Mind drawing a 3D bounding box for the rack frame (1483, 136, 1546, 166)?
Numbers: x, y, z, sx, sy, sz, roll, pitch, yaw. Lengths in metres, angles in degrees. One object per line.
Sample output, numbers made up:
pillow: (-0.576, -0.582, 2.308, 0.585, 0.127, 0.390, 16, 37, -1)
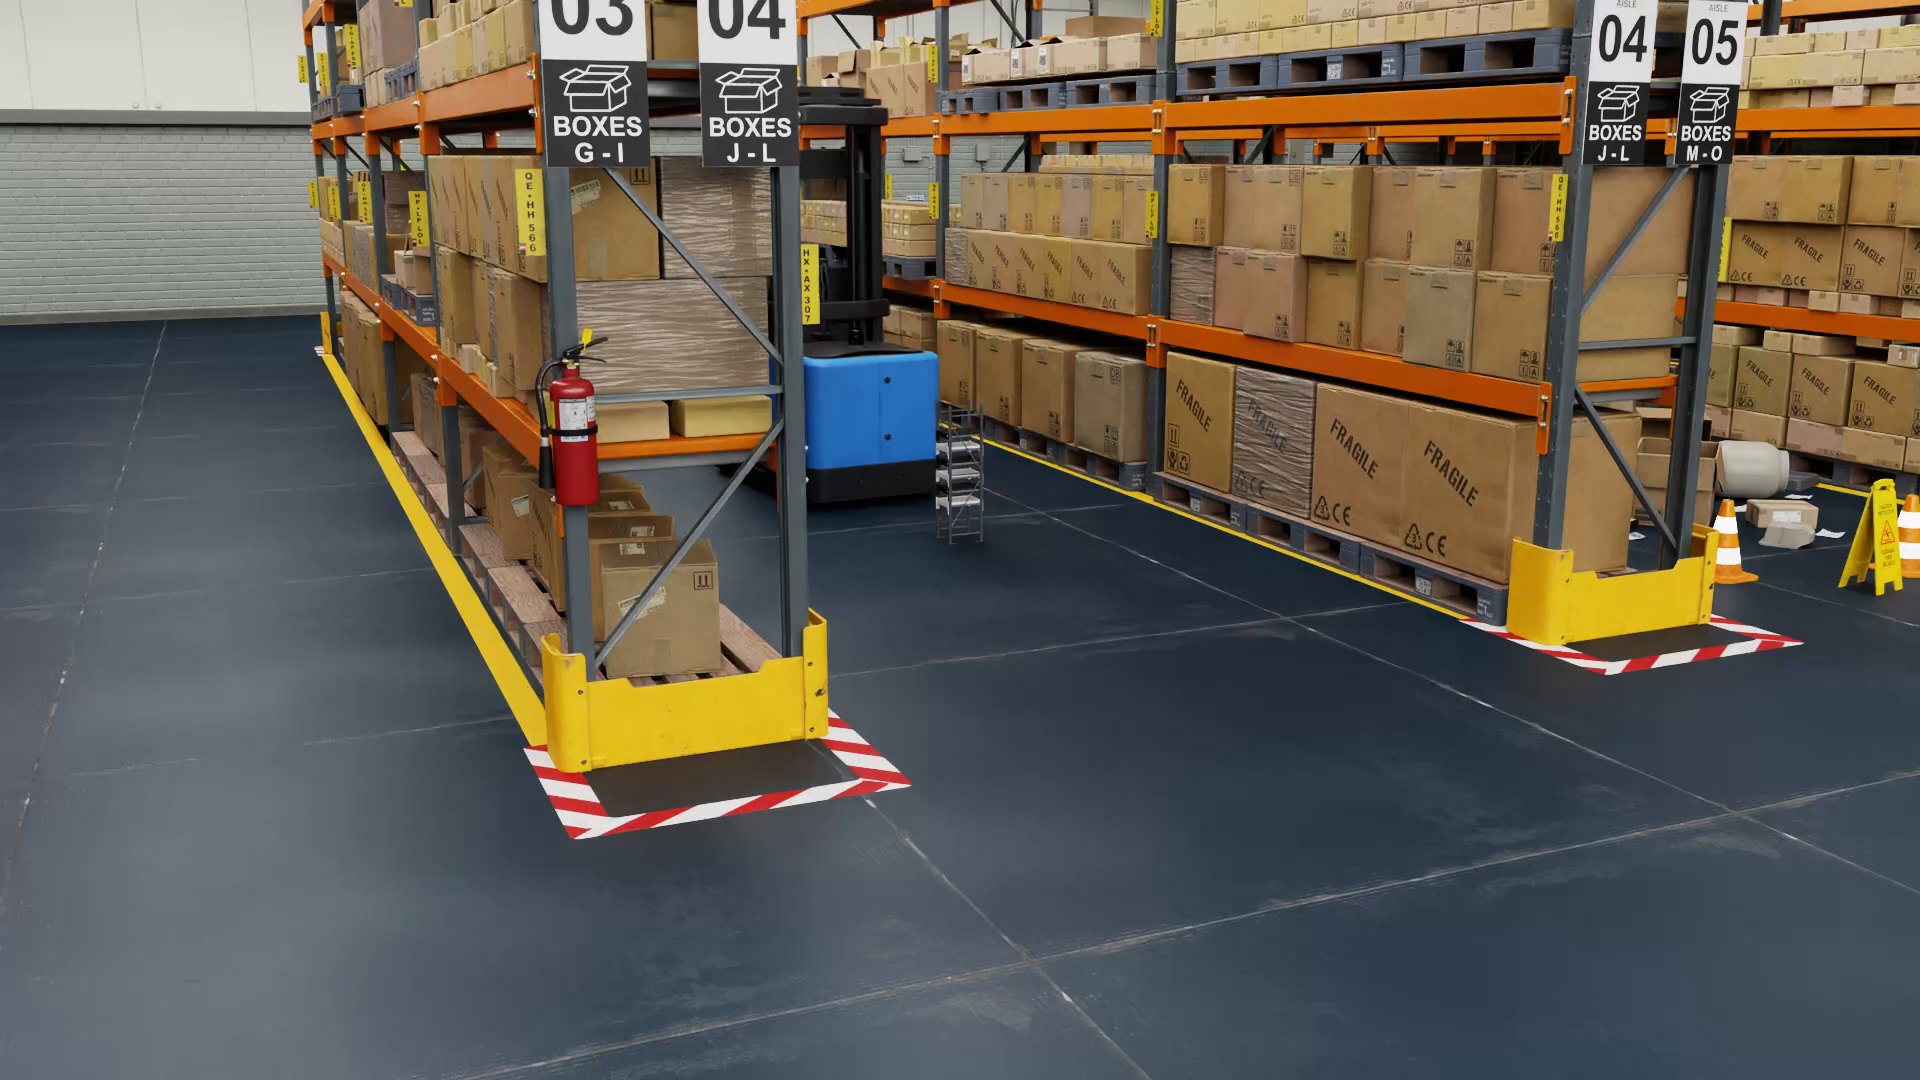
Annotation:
rack frame: (7.695, -4.404, 23.247, 1.000, 3.000, 0.127, -6, 14, -23)

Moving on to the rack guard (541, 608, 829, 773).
rack guard: (-1.156, 0.621, 7.077, 1.175, 0.500, 0.348, -6, 14, -23)

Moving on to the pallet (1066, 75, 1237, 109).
pallet: (1.445, -3.387, 12.626, 0.805, 0.209, 1.217, -6, 14, -25)

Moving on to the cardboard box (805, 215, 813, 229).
cardboard box: (-1.505, -3.538, 18.470, 0.380, 0.149, 0.250, -6, 14, -24)

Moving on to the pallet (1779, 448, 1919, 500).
pallet: (7.147, -0.556, 12.803, 1.003, 0.211, 1.213, -6, 14, -23)

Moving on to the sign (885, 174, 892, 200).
sign: (-0.840, -4.102, 19.374, 0.100, 0.325, 0.005, -6, 14, -23)

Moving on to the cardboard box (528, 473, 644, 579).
cardboard box: (-2.047, -0.069, 9.128, 0.500, 0.500, 0.500, -7, 15, -28)

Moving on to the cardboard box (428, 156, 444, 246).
cardboard box: (-2.780, -1.972, 9.639, 0.500, 0.500, 0.500, -6, 14, -23)

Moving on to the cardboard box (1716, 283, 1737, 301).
cardboard box: (6.334, -2.038, 13.582, 0.380, 0.149, 0.250, -5, 14, -21)

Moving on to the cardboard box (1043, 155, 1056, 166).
cardboard box: (1.434, -5.535, 24.255, 0.380, 0.149, 0.250, -5, 14, -22)

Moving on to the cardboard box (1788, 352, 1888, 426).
cardboard box: (6.773, -1.170, 12.774, 0.500, 0.500, 0.500, -5, 14, -20)

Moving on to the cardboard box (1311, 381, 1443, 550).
cardboard box: (2.773, -0.493, 10.129, 0.875, 0.875, 0.875, -6, 14, -24)

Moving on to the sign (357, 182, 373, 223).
sign: (-4.837, -2.747, 13.518, 0.100, 0.325, 0.005, -6, 14, -23)

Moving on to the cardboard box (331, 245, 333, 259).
cardboard box: (-6.971, -3.289, 18.986, 0.380, 0.149, 0.250, -5, 14, -22)

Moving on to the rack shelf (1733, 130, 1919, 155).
rack shelf: (10.098, -4.275, 17.634, 1.077, 0.370, 4.000, -6, 14, -23)

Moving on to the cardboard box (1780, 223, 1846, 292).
cardboard box: (6.685, -2.173, 12.726, 0.500, 0.500, 0.500, -6, 14, -23)

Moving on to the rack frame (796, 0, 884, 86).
rack frame: (-1.347, -6.410, 18.608, 1.000, 3.000, 0.127, -6, 14, -23)

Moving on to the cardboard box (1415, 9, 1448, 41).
cardboard box: (2.712, -2.796, 9.048, 0.380, 0.149, 0.250, -5, 14, -22)

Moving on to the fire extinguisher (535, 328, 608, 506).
fire extinguisher: (-1.502, -0.478, 6.454, 0.296, 0.674, 0.183, -6, 14, -23)

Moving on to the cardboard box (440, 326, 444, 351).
cardboard box: (-2.917, -1.213, 10.017, 0.380, 0.149, 0.250, -6, 14, -23)

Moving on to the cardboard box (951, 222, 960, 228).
cardboard box: (0.135, -3.062, 16.412, 0.380, 0.149, 0.250, -5, 14, -20)

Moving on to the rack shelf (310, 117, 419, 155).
rack shelf: (-6.733, -4.584, 18.967, 1.077, 0.370, 4.000, -6, 14, -23)

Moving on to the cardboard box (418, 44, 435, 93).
cardboard box: (-2.782, -2.679, 9.475, 0.500, 0.250, 0.500, -6, 14, -25)

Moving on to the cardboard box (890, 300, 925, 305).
cardboard box: (-0.660, -2.340, 17.278, 0.500, 0.250, 0.500, -5, 14, -22)

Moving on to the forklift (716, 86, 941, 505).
forklift: (-1.277, -1.963, 12.853, 1.130, 2.935, 3.031, -7, 15, -27)

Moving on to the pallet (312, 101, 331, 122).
pallet: (-7.228, -5.152, 20.023, 1.003, 0.211, 1.213, -6, 14, -23)

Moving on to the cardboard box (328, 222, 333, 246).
cardboard box: (-6.964, -3.516, 19.084, 0.500, 0.250, 0.500, -6, 14, -24)

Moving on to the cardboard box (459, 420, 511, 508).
cardboard box: (-2.954, -0.533, 11.086, 0.700, 0.500, 0.500, -7, 15, -27)

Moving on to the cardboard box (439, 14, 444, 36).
cardboard box: (-2.621, -2.788, 9.058, 0.380, 0.149, 0.250, -6, 14, -23)

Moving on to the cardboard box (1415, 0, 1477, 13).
cardboard box: (2.808, -2.974, 8.934, 0.500, 0.250, 0.500, -6, 14, -23)

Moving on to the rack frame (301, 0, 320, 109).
rack frame: (-7.534, -6.809, 20.333, 1.000, 3.000, 0.127, -6, 14, -23)

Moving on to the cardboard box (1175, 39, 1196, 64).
cardboard box: (1.692, -3.321, 11.317, 0.380, 0.149, 0.250, -6, 14, -24)

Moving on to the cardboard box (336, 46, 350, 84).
cardboard box: (-6.301, -4.980, 17.706, 0.700, 0.500, 0.500, -7, 15, -26)

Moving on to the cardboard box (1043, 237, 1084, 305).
cardboard box: (0.999, -2.175, 13.395, 0.500, 0.500, 0.500, -5, 14, -22)

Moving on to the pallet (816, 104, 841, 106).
pallet: (-0.779, -4.506, 17.450, 1.213, 0.211, 1.003, -6, 14, -23)

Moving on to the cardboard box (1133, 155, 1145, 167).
cardboard box: (2.518, -5.009, 21.983, 0.380, 0.149, 0.250, -6, 14, -23)

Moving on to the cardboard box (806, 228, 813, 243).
cardboard box: (-1.494, -3.390, 18.489, 0.380, 0.149, 0.250, -5, 14, -22)

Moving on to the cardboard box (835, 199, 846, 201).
cardboard box: (-1.315, -3.806, 19.780, 0.500, 0.500, 0.500, -6, 14, -24)

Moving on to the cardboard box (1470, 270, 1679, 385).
cardboard box: (3.270, -1.154, 8.869, 0.875, 0.550, 0.550, -6, 14, -23)

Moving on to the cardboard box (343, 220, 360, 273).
cardboard box: (-5.977, -2.991, 16.919, 0.500, 0.500, 0.500, -6, 14, -23)

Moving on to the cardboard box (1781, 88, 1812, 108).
cardboard box: (6.571, -3.399, 12.809, 0.380, 0.149, 0.250, -5, 14, -21)

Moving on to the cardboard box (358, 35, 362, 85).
cardboard box: (-5.067, -4.238, 14.724, 0.500, 0.500, 0.500, -5, 14, -20)

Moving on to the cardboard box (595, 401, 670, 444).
cardboard box: (-1.429, -0.499, 6.929, 0.380, 0.149, 0.250, -6, 14, -23)

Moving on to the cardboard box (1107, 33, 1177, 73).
cardboard box: (1.428, -3.607, 12.331, 0.500, 0.250, 0.500, -5, 14, -22)

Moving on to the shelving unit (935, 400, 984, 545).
shelving unit: (-0.003, -0.440, 10.776, 0.258, 0.900, 0.210, -6, 14, -23)

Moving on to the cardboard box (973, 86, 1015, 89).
cardboard box: (0.270, -4.313, 15.978, 0.500, 0.500, 0.500, -6, 14, -23)

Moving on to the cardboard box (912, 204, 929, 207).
cardboard box: (-0.280, -3.417, 17.288, 0.380, 0.149, 0.250, -5, 14, -21)

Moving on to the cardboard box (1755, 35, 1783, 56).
cardboard box: (6.408, -3.829, 12.897, 0.380, 0.149, 0.250, -6, 14, -25)

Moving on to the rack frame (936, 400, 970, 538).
rack frame: (-0.044, -0.461, 10.866, 0.240, 0.900, 0.006, -6, 14, -23)

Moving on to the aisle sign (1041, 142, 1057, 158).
aisle sign: (1.251, -6.037, 24.535, 0.394, 0.787, 0.004, -6, 14, -23)

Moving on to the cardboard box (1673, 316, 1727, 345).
cardboard box: (8.931, -2.633, 20.204, 0.500, 0.500, 0.500, -5, 14, -21)

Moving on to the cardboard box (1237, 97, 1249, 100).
cardboard box: (3.334, -5.214, 19.681, 0.380, 0.166, 0.250, -7, 15, -27)

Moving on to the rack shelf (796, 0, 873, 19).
rack shelf: (-2.148, -6.471, 20.475, 1.077, 0.370, 4.000, -6, 14, -23)
